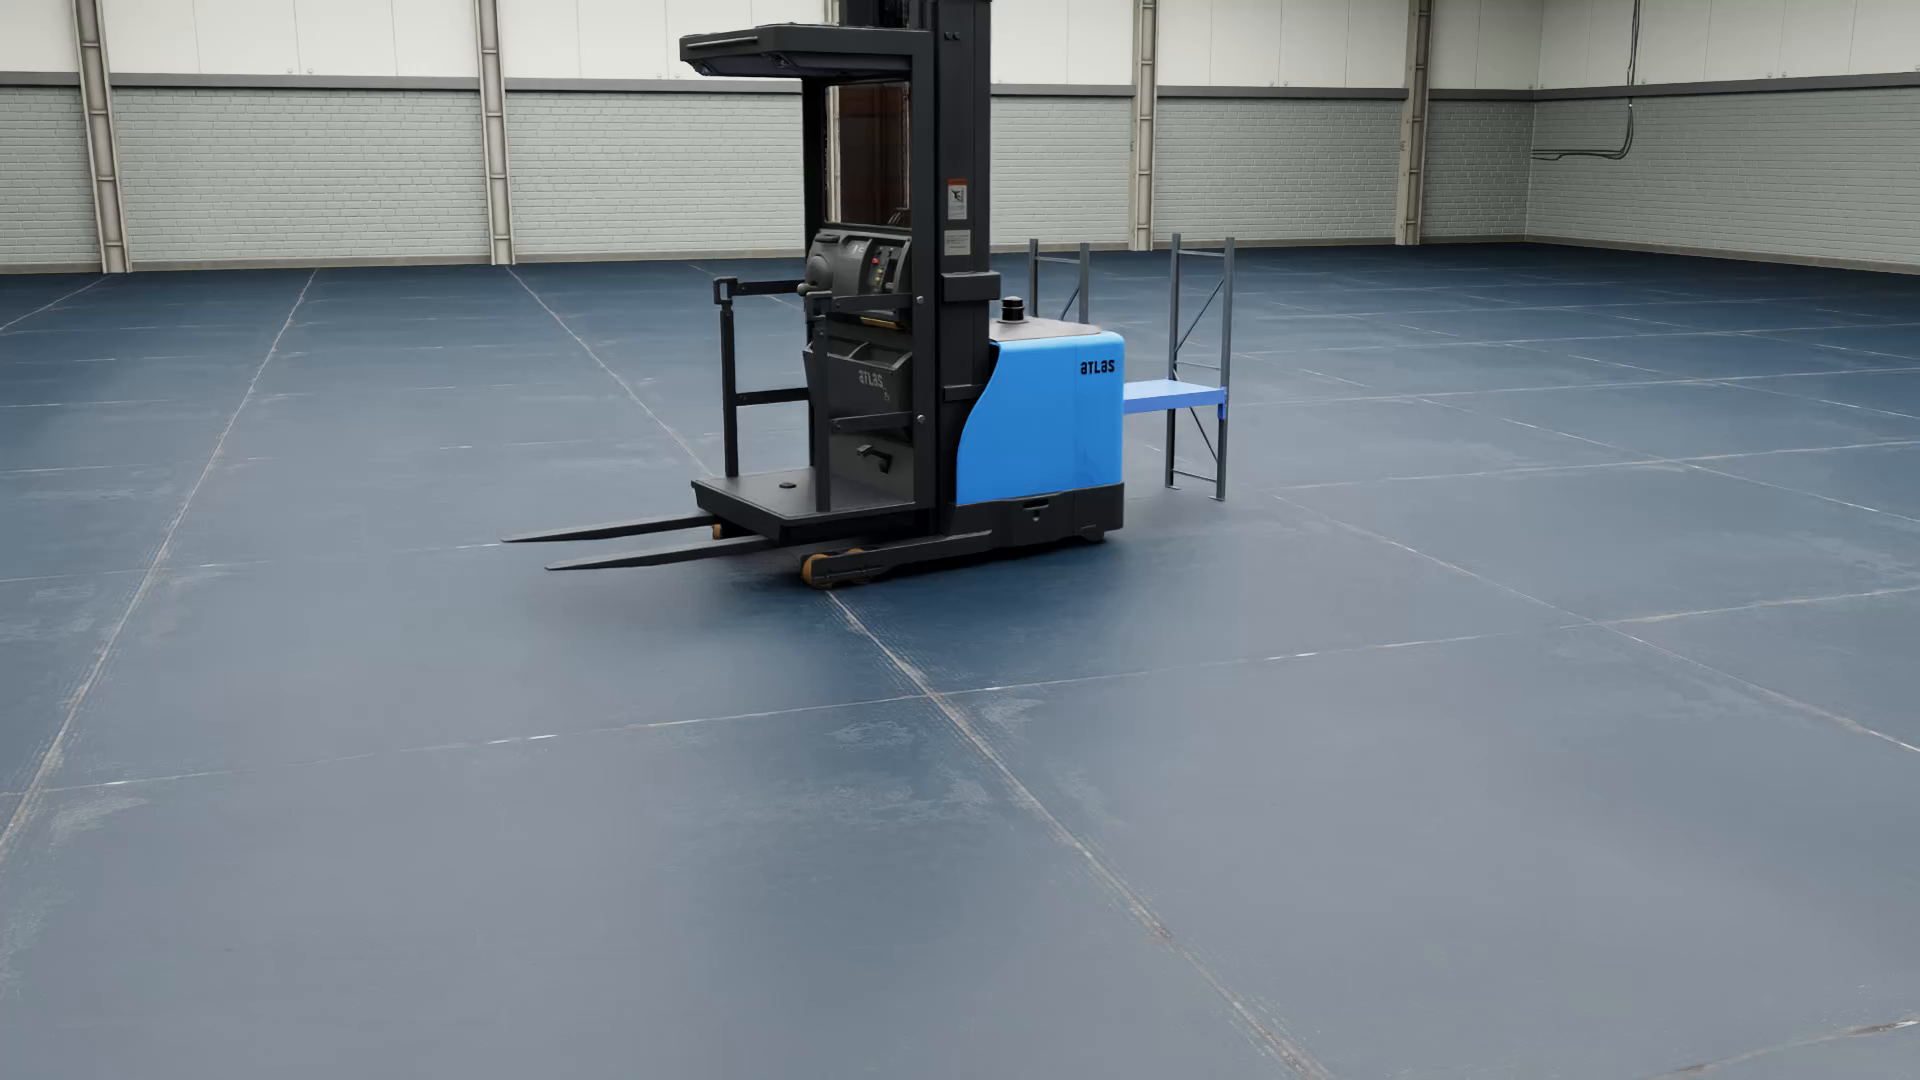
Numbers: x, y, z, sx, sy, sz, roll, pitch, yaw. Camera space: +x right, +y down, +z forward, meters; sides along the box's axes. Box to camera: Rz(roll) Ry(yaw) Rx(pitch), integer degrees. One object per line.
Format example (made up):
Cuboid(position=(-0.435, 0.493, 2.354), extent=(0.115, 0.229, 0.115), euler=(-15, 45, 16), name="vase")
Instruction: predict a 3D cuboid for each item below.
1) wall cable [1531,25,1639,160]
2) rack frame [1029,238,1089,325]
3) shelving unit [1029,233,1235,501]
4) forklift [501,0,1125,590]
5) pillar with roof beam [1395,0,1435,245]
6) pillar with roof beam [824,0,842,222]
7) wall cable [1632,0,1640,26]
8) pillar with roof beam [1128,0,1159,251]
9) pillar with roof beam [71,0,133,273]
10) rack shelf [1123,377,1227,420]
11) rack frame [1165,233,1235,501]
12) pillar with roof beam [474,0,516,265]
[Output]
Cuboid(position=(12.408, -8.877, 33.224), extent=(0.112, 2.526, 3.097), euler=(-4, 14, -18), name="wall cable")
Cuboid(position=(0.529, -0.874, 9.076), extent=(0.032, 1.500, 0.500), euler=(-9, 16, -32), name="rack frame")
Cuboid(position=(0.955, -0.939, 9.347), extent=(1.048, 1.500, 0.538), euler=(-9, 16, -32), name="shelving unit")
Cuboid(position=(-0.669, -1.335, 7.922), extent=(3.031, 2.935, 1.130), euler=(-8, 16, -31), name="forklift")
Cuboid(position=(10.567, -9.516, 29.201), extent=(0.400, 9.000, 9.100), euler=(-4, 14, -18), name="pillar with roof beam")
Cuboid(position=(-0.807, -8.630, 25.478), extent=(0.400, 9.000, 9.100), euler=(-4, 14, -18), name="pillar with roof beam")
Cuboid(position=(13.270, -10.740, 30.146), extent=(0.112, 2.526, 3.097), euler=(-4, 14, -18), name="wall cable")
Cuboid(position=(4.880, -9.073, 27.339), extent=(0.400, 9.000, 9.100), euler=(-4, 14, -18), name="pillar with roof beam")
Cuboid(position=(-12.180, -7.744, 21.754), extent=(0.400, 9.000, 9.100), euler=(-4, 14, -18), name="pillar with roof beam")
Cuboid(position=(0.955, -0.764, 9.389), extent=(1.000, 0.185, 0.538), euler=(-9, 16, -32), name="rack shelf")
Cuboid(position=(1.380, -1.003, 9.618), extent=(0.032, 1.500, 0.500), euler=(-9, 16, -32), name="rack frame")
Cuboid(position=(-6.493, -8.187, 23.616), extent=(0.400, 9.000, 9.100), euler=(-4, 14, -18), name="pillar with roof beam")
